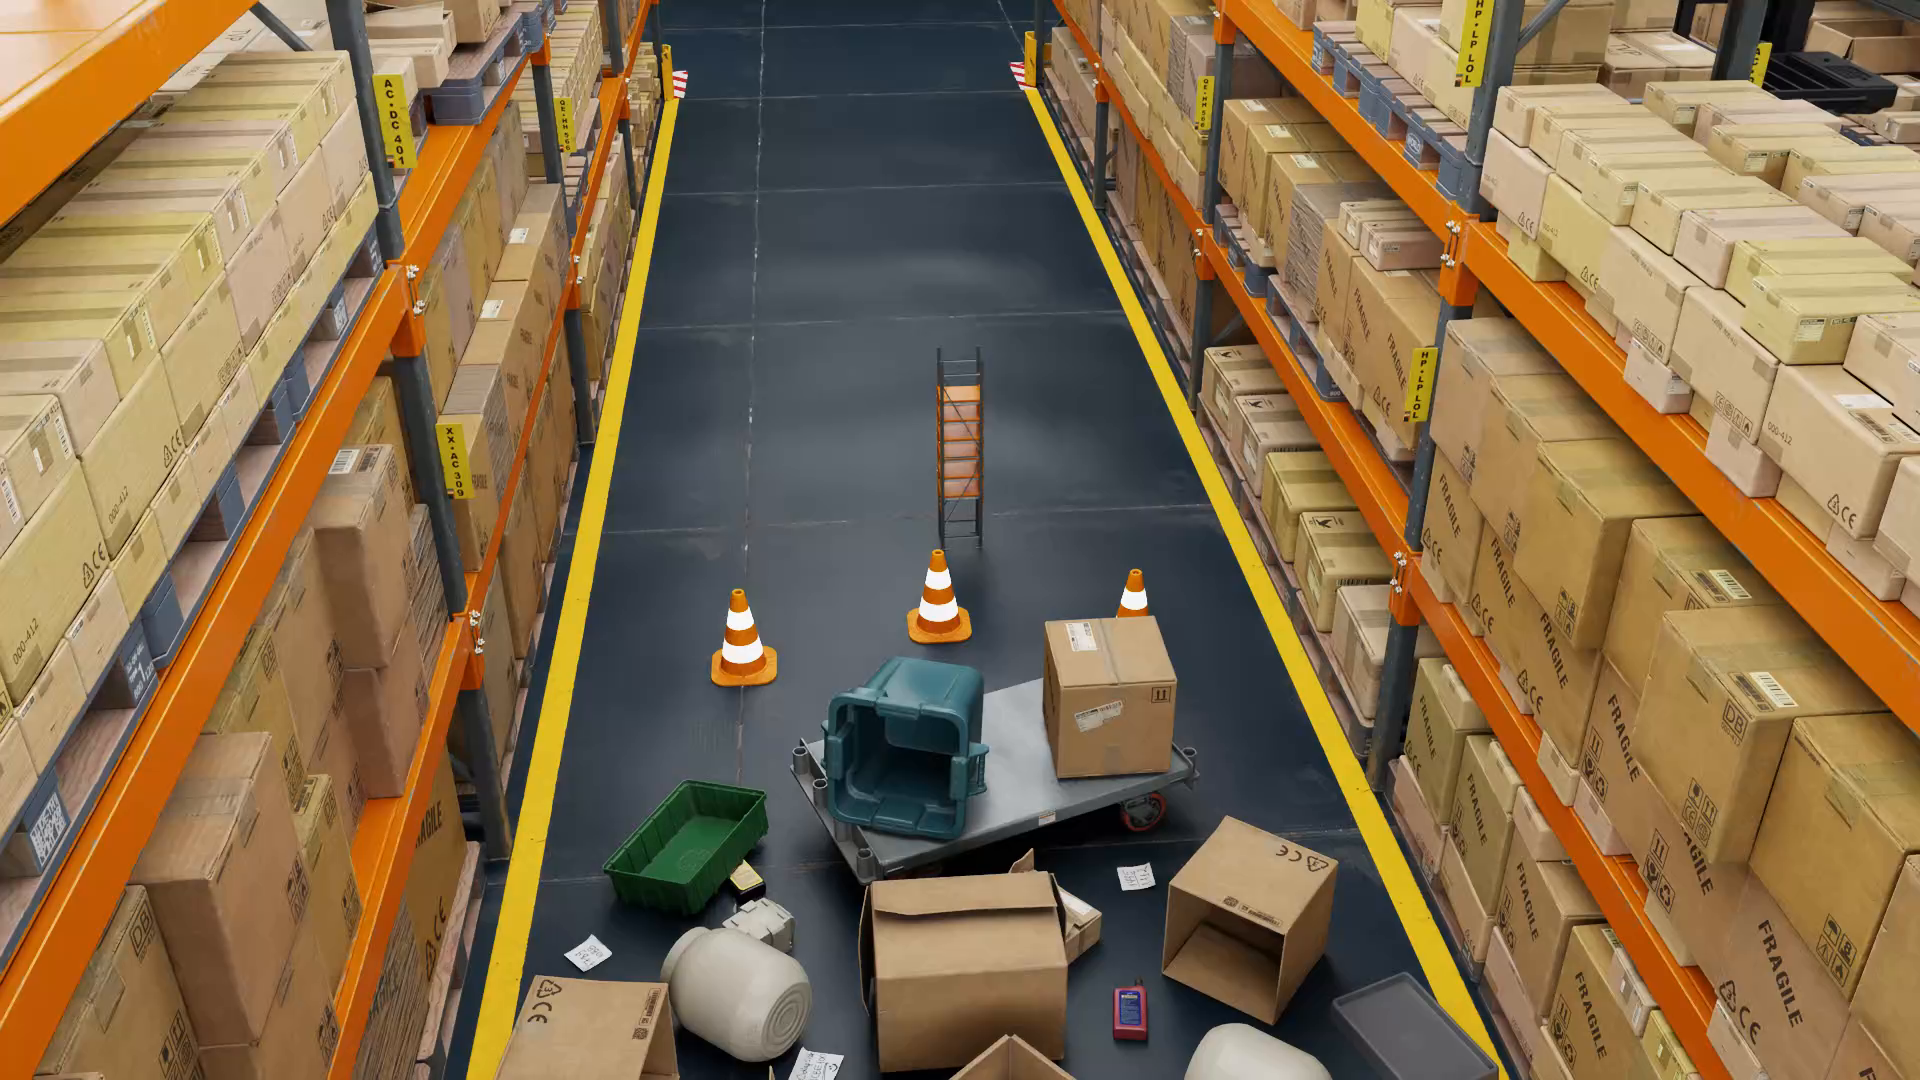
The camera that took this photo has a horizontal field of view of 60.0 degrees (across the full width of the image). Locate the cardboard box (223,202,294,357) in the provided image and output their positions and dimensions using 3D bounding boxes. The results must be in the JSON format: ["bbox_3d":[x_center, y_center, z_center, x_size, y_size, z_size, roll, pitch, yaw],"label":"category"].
[{"bbox_3d":[-2.106,-0.691,4.407,0.500,0.250,0.500,-3,31,-5],"label":"cardboard box"}]

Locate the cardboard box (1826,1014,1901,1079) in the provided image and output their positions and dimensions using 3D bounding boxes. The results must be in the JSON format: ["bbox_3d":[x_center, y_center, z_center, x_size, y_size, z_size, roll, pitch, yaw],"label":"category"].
[{"bbox_3d":[2.469,1.449,4.012,0.500,0.500,0.500,-3,31,-5],"label":"cardboard box"}]

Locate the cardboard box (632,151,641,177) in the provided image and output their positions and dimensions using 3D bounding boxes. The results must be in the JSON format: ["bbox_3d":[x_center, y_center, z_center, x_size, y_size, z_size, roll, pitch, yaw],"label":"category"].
[{"bbox_3d":[-2.962,-3.239,14.328,0.380,0.149,0.250,-1,31,-2],"label":"cardboard box"}]

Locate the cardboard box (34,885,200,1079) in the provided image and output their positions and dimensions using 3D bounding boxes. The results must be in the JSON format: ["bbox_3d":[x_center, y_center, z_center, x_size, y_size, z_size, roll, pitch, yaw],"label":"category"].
[{"bbox_3d":[-2.264,1.177,3.656,0.875,0.550,0.550,-3,31,-5],"label":"cardboard box"}]

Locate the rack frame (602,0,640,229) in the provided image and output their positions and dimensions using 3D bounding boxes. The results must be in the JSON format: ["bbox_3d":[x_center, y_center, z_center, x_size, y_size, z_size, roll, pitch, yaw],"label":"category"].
[{"bbox_3d":[-3.246,-3.954,13.445,1.000,3.000,0.127,-3,31,-5],"label":"rack frame"}]

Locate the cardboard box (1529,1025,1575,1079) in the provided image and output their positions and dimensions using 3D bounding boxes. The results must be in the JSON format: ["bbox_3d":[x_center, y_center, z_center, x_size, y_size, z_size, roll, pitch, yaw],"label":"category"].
[{"bbox_3d":[2.355,1.952,5.829,0.500,0.250,0.500,-4,31,-6],"label":"cardboard box"}]

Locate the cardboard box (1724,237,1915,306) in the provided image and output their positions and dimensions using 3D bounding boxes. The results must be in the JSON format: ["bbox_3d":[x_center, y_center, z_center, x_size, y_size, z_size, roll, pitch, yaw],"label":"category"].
[{"bbox_3d":[2.352,-0.715,4.564,0.380,0.149,0.250,-2,31,-4],"label":"cardboard box"}]

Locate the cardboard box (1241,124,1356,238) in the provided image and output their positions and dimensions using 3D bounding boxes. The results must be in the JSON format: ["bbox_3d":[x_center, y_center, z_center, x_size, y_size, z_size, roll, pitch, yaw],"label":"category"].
[{"bbox_3d":[1.914,-2.045,9.452,0.500,0.500,0.500,-1,31,-2],"label":"cardboard box"}]

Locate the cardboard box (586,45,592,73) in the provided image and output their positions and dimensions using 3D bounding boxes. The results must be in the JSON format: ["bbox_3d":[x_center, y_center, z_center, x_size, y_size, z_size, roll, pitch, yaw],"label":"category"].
[{"bbox_3d":[-2.936,-3.560,12.331,0.380,0.149,0.250,-4,31,-6],"label":"cardboard box"}]

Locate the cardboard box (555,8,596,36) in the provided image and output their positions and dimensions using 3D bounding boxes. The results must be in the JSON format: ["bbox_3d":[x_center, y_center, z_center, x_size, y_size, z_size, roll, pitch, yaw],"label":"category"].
[{"bbox_3d":[-2.989,-3.949,12.692,0.380,0.149,0.250,-4,31,-6],"label":"cardboard box"}]

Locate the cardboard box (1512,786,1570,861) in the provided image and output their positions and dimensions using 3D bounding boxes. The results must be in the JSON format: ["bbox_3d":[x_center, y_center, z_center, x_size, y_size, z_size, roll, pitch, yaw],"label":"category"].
[{"bbox_3d":[2.236,1.022,6.023,0.380,0.149,0.250,-1,31,-2],"label":"cardboard box"}]

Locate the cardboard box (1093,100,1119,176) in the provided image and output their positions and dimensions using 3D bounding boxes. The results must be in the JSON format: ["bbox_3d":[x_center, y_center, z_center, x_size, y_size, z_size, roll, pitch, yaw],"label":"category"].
[{"bbox_3d":[1.721,-3.649,15.023,0.875,0.438,0.875,-3,31,-5],"label":"cardboard box"}]

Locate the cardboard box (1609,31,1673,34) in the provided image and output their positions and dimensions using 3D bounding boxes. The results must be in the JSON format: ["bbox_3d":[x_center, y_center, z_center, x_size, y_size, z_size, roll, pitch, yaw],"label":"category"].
[{"bbox_3d":[2.716,-2.139,7.217,0.500,0.250,0.500,-3,31,-5],"label":"cardboard box"}]

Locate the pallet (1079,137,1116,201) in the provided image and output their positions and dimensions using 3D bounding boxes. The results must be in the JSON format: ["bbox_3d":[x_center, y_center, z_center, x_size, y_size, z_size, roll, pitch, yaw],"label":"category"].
[{"bbox_3d":[1.679,-3.438,15.300,1.003,0.211,1.213,-3,31,-5],"label":"pallet"}]

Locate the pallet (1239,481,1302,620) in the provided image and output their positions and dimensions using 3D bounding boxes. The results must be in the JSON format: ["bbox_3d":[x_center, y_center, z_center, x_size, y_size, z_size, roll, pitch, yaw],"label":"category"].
[{"bbox_3d":[2.229,0.017,9.516,1.003,0.211,1.213,-3,31,-5],"label":"pallet"}]

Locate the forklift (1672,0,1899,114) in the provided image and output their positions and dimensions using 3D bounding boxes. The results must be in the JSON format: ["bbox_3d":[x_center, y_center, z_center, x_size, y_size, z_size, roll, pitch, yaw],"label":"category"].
[{"bbox_3d":[4.514,-1.775,9.864,1.130,2.935,3.031,-3,31,-4],"label":"forklift"}]

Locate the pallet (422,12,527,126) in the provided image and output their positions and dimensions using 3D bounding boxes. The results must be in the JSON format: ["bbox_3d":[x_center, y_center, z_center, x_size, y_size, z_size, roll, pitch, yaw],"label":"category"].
[{"bbox_3d":[-2.652,-2.222,7.804,1.003,0.211,1.213,-1,31,-2],"label":"pallet"}]

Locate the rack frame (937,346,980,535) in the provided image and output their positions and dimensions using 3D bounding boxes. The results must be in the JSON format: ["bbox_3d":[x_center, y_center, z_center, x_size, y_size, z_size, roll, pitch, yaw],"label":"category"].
[{"bbox_3d":[-0.007,-0.554,9.509,0.240,1.200,0.006,-3,31,-5],"label":"rack frame"}]

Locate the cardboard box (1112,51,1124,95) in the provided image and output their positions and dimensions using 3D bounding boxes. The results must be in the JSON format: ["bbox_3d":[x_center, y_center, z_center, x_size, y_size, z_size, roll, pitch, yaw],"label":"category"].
[{"bbox_3d":[1.501,-3.677,13.128,0.500,0.250,0.500,-3,31,-6],"label":"cardboard box"}]

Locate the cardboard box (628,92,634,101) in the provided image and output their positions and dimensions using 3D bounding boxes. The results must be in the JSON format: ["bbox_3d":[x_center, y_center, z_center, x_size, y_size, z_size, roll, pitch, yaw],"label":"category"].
[{"bbox_3d":[-3.209,-4.023,15.351,0.380,0.149,0.250,-4,31,-7],"label":"cardboard box"}]

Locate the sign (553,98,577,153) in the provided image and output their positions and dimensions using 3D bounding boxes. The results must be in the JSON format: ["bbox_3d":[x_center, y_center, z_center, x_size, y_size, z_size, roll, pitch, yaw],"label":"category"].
[{"bbox_3d":[-2.320,-2.437,9.777,0.100,0.325,0.005,-3,31,-5],"label":"sign"}]

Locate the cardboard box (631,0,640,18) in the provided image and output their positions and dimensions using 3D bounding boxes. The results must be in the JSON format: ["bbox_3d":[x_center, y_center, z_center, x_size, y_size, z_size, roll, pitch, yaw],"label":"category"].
[{"bbox_3d":[-3.106,-4.901,14.643,0.500,0.500,0.500,-3,31,-6],"label":"cardboard box"}]

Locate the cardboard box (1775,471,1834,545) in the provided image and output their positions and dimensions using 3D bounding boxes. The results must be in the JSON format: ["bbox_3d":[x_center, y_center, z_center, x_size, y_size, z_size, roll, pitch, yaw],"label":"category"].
[{"bbox_3d":[2.390,-0.120,4.346,0.380,0.149,0.250,-4,31,-6],"label":"cardboard box"}]

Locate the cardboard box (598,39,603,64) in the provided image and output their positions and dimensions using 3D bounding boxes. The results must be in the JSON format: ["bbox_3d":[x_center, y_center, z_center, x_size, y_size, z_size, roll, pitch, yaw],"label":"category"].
[{"bbox_3d":[-3.012,-3.833,13.079,0.380,0.149,0.250,-3,31,-6],"label":"cardboard box"}]

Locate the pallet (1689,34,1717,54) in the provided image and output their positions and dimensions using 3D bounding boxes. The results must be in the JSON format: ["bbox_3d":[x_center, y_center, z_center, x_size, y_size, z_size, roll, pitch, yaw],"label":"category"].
[{"bbox_3d":[6.580,-3.987,13.688,1.003,0.211,1.213,-3,31,-5],"label":"pallet"}]

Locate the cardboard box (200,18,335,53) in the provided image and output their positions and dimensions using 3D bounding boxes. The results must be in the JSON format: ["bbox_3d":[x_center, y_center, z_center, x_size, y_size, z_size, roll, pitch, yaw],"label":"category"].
[{"bbox_3d":[-2.833,-1.936,6.781,0.500,0.250,0.500,-3,31,-5],"label":"cardboard box"}]

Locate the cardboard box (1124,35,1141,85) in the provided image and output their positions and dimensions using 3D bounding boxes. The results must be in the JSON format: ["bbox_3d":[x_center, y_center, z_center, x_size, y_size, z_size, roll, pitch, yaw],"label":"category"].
[{"bbox_3d":[1.530,-3.631,12.563,0.500,0.250,0.500,-2,31,-4],"label":"cardboard box"}]

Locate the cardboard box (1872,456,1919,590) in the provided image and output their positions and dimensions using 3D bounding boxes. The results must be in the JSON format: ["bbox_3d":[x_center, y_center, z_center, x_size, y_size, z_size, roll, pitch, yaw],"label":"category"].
[{"bbox_3d":[2.445,0.027,3.712,0.500,0.250,0.500,-3,31,-5],"label":"cardboard box"}]

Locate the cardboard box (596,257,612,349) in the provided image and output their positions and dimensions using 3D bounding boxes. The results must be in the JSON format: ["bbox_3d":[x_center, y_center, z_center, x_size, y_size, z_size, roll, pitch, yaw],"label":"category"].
[{"bbox_3d":[-2.735,-1.649,11.614,0.500,0.500,0.500,-2,31,-4],"label":"cardboard box"}]

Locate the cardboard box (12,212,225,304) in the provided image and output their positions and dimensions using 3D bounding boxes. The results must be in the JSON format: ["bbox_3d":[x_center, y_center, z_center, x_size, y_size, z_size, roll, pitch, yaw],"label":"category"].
[{"bbox_3d":[-2.005,-0.668,3.980,0.380,0.149,0.250,-2,31,-4],"label":"cardboard box"}]

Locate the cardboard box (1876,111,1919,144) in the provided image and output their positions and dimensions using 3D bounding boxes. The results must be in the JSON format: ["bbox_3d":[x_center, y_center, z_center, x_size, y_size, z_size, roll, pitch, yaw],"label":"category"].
[{"bbox_3d":[6.545,-2.830,11.399,0.380,0.149,0.250,-2,31,-4],"label":"cardboard box"}]

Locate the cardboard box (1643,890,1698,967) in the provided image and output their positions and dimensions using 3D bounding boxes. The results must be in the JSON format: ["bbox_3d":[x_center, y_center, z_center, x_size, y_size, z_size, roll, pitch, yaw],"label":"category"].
[{"bbox_3d":[2.357,1.161,5.126,0.380,0.149,0.250,-3,31,-5],"label":"cardboard box"}]

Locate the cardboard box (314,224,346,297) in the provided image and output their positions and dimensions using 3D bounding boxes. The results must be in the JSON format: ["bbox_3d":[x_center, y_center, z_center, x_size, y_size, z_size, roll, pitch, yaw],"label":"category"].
[{"bbox_3d":[-2.097,-0.842,5.047,0.380,0.149,0.250,-2,31,-4],"label":"cardboard box"}]

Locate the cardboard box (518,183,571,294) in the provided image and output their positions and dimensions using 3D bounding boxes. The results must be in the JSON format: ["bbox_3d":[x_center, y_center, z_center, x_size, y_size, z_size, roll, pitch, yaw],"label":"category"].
[{"bbox_3d":[-2.563,-1.738,9.637,0.500,0.500,0.500,-3,31,-5],"label":"cardboard box"}]

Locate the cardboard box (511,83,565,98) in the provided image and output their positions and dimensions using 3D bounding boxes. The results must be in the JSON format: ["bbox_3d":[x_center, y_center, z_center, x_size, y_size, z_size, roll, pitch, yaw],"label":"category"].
[{"bbox_3d":[-2.793,-2.883,10.907,0.380,0.149,0.250,-4,31,-7],"label":"cardboard box"}]

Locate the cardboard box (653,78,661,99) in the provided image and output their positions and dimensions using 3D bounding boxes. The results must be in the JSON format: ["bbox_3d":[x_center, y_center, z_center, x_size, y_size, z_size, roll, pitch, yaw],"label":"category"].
[{"bbox_3d":[-3.238,-4.568,16.843,0.380,0.149,0.250,-2,31,-3],"label":"cardboard box"}]

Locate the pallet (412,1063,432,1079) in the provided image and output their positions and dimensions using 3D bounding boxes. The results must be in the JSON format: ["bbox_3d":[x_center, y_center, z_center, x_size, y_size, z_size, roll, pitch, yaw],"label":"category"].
[{"bbox_3d":[-2.389,2.344,5.621,1.003,0.211,1.213,-3,31,-5],"label":"pallet"}]

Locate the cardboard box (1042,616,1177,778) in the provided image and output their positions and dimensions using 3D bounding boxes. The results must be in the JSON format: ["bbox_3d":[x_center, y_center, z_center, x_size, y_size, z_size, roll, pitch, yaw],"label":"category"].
[{"bbox_3d":[0.651,0.690,7.369,0.500,0.500,0.500,-3,31,-5],"label":"cardboard box"}]

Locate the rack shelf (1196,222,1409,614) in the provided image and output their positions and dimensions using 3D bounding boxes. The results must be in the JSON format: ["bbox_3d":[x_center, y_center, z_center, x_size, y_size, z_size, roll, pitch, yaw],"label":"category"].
[{"bbox_3d":[2.233,-0.871,8.985,1.077,0.370,4.000,-3,31,-5],"label":"rack shelf"}]

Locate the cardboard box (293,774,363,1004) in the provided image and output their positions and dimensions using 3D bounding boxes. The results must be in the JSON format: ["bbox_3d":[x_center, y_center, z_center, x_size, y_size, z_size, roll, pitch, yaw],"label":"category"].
[{"bbox_3d":[-2.296,1.080,4.870,0.875,0.550,0.500,-3,31,-5],"label":"cardboard box"}]

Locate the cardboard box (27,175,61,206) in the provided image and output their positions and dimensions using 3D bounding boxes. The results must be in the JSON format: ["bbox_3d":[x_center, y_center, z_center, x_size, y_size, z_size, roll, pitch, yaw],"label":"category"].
[{"bbox_3d":[-2.731,-1.024,4.575,0.380,0.149,0.250,-3,31,-5],"label":"cardboard box"}]

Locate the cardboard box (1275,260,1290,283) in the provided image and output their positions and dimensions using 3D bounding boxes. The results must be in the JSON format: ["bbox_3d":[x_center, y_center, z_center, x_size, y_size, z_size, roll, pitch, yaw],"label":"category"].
[{"bbox_3d":[1.970,-1.550,9.255,0.380,0.149,0.250,-1,31,-2],"label":"cardboard box"}]

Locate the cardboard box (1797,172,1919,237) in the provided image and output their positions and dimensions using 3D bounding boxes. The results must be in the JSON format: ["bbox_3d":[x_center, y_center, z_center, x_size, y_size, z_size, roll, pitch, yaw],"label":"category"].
[{"bbox_3d":[2.780,-0.998,5.039,0.380,0.149,0.250,-3,31,-6],"label":"cardboard box"}]

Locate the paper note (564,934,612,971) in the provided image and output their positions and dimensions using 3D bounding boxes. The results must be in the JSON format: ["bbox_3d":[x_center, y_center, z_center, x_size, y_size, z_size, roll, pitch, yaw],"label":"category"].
[{"bbox_3d":[-1.534,1.705,6.866,0.142,0.020,0.147,27,40,37],"label":"paper note"}]

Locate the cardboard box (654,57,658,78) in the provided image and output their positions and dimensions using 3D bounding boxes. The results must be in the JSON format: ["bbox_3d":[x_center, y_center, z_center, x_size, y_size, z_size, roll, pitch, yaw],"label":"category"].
[{"bbox_3d":[-3.287,-4.825,16.983,0.380,0.149,0.250,-4,31,-6],"label":"cardboard box"}]

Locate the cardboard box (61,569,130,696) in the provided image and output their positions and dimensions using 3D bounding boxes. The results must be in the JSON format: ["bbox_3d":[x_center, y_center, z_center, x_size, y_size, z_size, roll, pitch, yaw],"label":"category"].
[{"bbox_3d":[-1.910,0.192,3.318,0.380,0.149,0.250,-3,31,-4],"label":"cardboard box"}]

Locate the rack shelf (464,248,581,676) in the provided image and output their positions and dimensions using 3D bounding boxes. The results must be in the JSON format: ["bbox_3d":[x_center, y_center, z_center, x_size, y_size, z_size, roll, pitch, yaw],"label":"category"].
[{"bbox_3d":[-2.686,-0.582,8.501,1.077,0.370,4.000,-3,31,-5],"label":"rack shelf"}]

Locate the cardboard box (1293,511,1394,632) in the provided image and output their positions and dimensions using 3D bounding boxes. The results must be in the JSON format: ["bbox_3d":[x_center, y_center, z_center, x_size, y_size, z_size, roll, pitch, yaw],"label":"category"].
[{"bbox_3d":[2.298,0.155,8.719,0.950,0.372,0.625,-1,31,-1],"label":"cardboard box"}]

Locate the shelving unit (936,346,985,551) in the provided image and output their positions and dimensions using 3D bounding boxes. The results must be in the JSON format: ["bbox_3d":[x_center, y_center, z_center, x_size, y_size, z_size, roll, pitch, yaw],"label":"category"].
[{"bbox_3d":[0.001,-0.508,9.430,0.258,1.200,0.189,-3,31,-5],"label":"shelving unit"}]

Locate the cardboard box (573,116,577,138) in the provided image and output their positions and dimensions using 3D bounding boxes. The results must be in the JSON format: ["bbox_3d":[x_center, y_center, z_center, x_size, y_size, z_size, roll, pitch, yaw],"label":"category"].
[{"bbox_3d":[-2.818,-2.771,11.300,0.380,0.149,0.250,-2,31,-3],"label":"cardboard box"}]

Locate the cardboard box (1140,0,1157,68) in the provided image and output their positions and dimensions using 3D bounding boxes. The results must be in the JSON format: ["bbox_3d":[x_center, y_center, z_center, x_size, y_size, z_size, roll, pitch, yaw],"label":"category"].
[{"bbox_3d":[1.602,-3.698,11.945,0.500,0.500,0.500,-3,31,-5],"label":"cardboard box"}]

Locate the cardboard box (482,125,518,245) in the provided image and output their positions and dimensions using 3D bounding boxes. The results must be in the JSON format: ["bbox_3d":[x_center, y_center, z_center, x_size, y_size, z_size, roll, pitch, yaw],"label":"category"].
[{"bbox_3d":[-2.792,-1.896,8.928,0.700,0.500,0.500,-3,31,-5],"label":"cardboard box"}]

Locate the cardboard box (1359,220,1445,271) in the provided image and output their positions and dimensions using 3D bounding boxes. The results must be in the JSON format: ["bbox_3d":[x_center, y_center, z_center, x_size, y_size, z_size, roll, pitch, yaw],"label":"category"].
[{"bbox_3d":[2.075,-1.364,7.679,0.380,0.149,0.250,-4,31,-6],"label":"cardboard box"}]

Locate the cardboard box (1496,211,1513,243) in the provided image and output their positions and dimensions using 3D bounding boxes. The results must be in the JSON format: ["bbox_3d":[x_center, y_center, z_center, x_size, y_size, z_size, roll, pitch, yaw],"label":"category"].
[{"bbox_3d":[2.203,-1.166,6.097,0.380,0.149,0.250,-3,31,-5],"label":"cardboard box"}]
